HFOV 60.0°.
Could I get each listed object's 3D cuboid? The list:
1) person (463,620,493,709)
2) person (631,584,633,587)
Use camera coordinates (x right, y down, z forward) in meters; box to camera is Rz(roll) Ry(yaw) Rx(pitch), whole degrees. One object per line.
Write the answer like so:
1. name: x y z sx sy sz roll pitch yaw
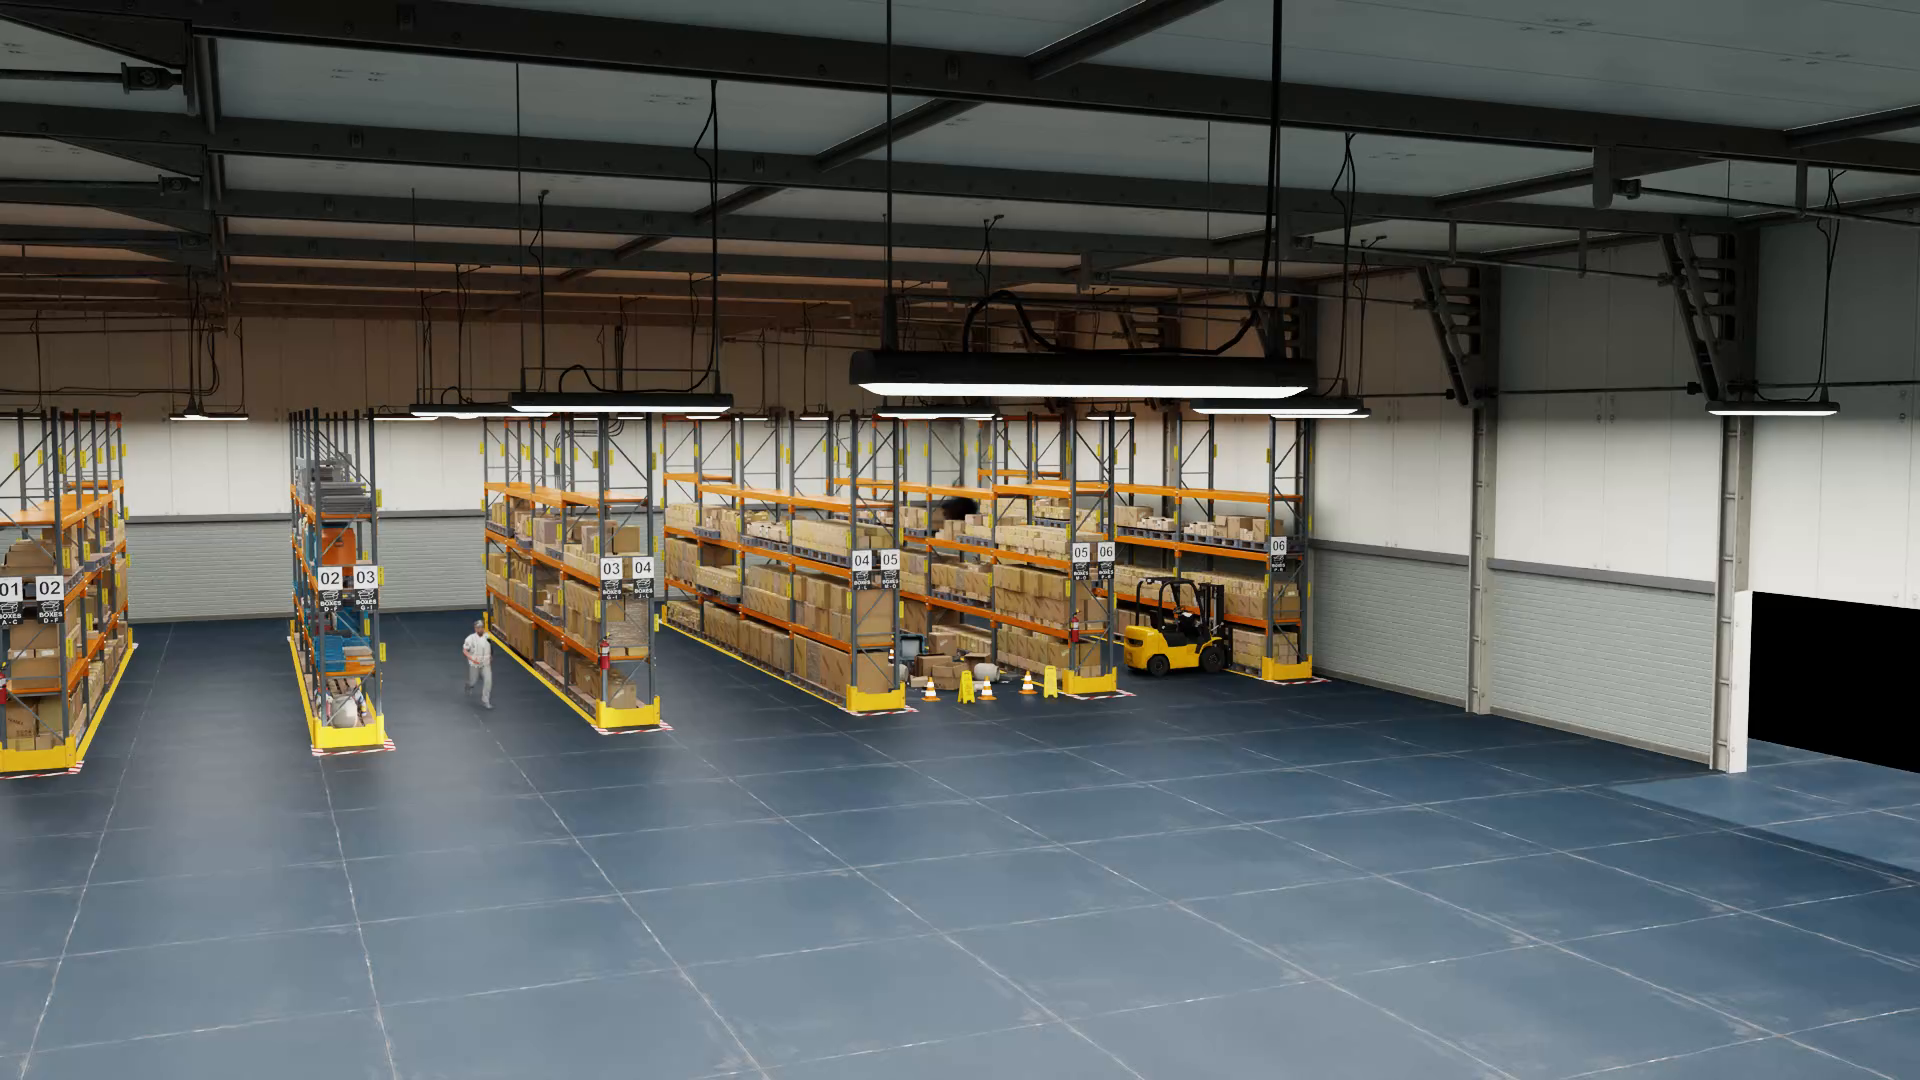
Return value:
1. person: -9.772 2.512 33.754 0.642 1.779 1.023 -3 5 -35
2. person: -8.820 1.687 46.013 0.598 1.622 0.554 -2 4 -21
